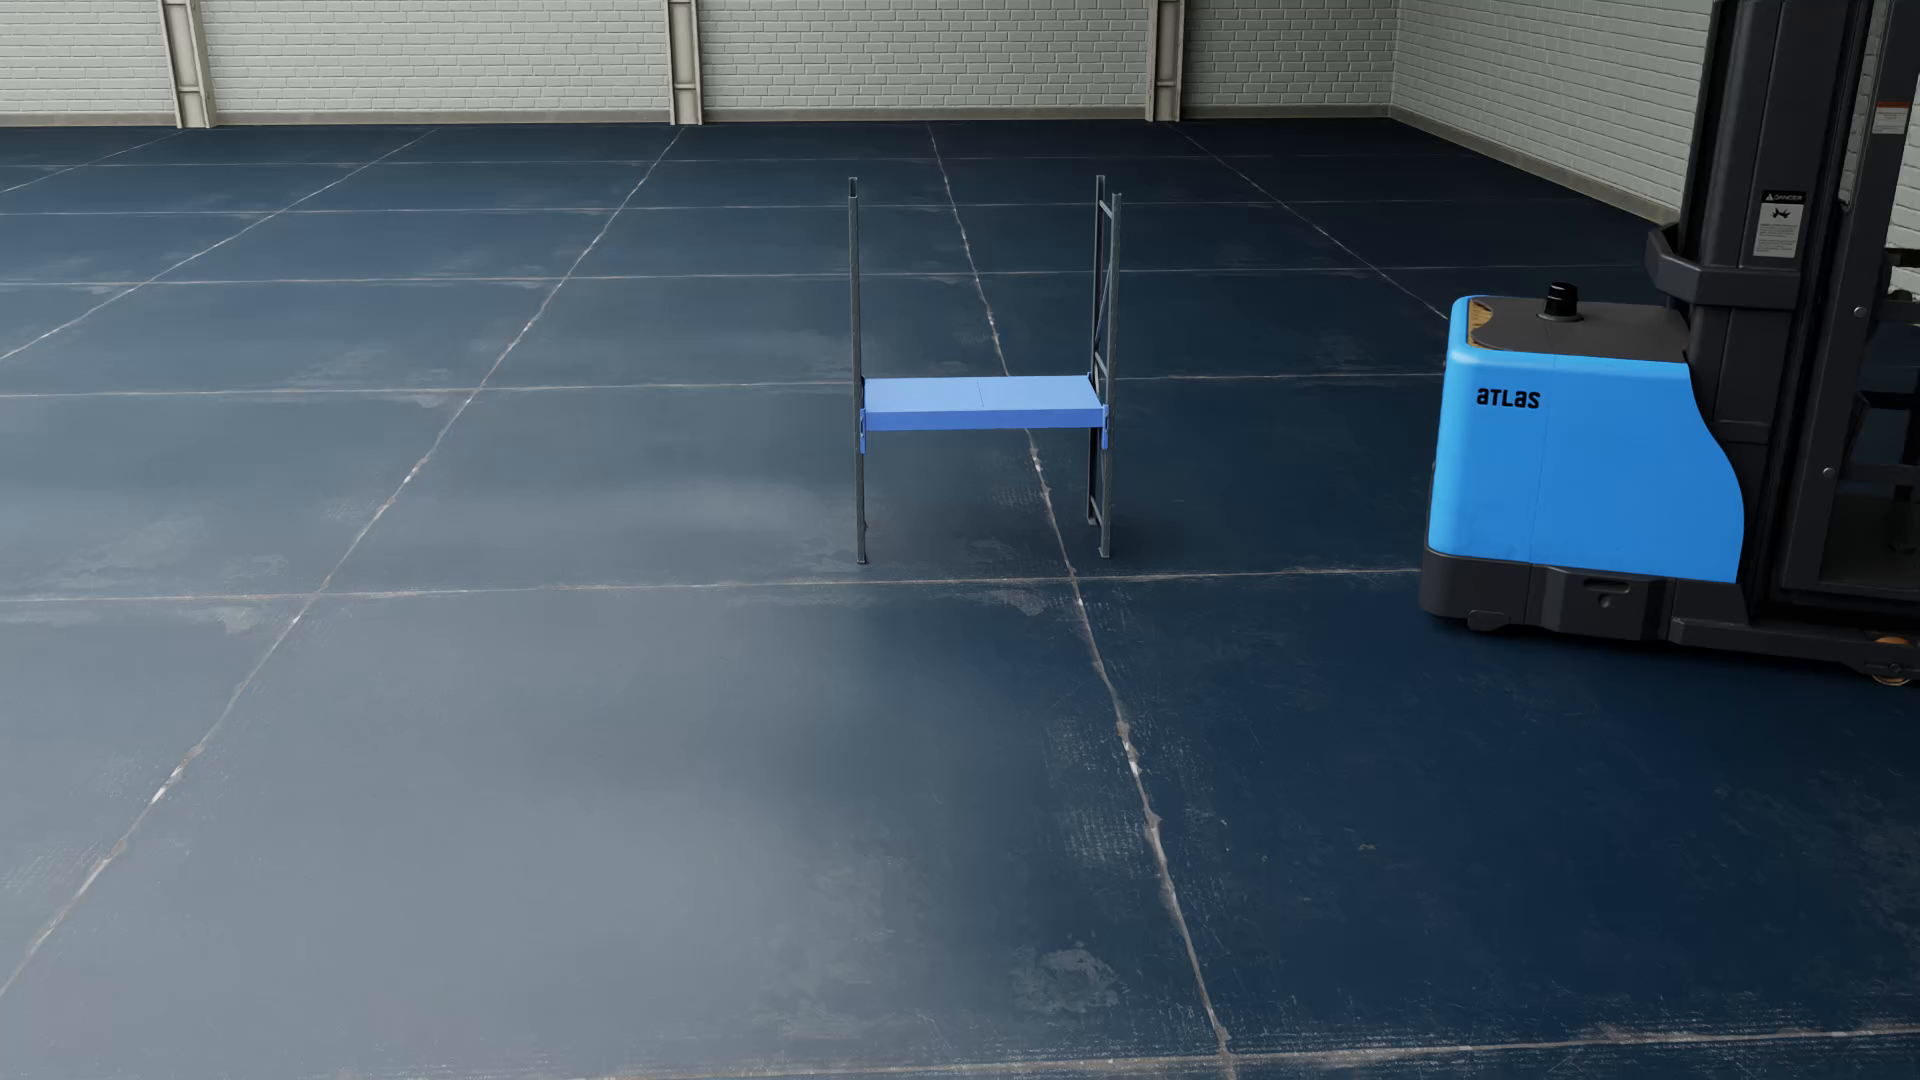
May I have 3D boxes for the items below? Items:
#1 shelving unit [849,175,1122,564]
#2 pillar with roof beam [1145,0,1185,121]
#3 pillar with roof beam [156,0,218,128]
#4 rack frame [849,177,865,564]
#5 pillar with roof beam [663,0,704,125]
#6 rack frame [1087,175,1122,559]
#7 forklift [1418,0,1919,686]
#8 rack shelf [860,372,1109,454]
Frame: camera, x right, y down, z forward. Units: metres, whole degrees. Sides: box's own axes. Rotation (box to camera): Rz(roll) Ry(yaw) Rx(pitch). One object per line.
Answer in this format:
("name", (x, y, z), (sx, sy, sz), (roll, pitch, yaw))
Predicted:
("shelving unit", (0.085, -0.703, 6.859), (1.048, 1.500, 0.538), (-1, 21, -3))
("pillar with roof beam", (2.821, -8.025, 15.552), (0.400, 9.000, 9.100), (-1, 21, -3))
("pillar with roof beam", (-9.159, -7.781, 14.911), (0.400, 9.000, 9.100), (-1, 21, -3))
("rack frame", (-0.422, -0.692, 6.832), (0.032, 1.500, 0.500), (-1, 21, -3))
("pillar with roof beam", (-3.169, -7.903, 15.231), (0.400, 9.000, 9.100), (-1, 21, -3))
("rack frame", (0.593, -0.713, 6.886), (0.032, 1.500, 0.500), (-1, 21, -3))
("forklift", (3.305, -1.054, 5.771), (3.031, 2.935, 1.130), (6, 22, 15))
("rack shelf", (0.085, -0.535, 6.923), (1.000, 0.185, 0.538), (-1, 21, -3))
